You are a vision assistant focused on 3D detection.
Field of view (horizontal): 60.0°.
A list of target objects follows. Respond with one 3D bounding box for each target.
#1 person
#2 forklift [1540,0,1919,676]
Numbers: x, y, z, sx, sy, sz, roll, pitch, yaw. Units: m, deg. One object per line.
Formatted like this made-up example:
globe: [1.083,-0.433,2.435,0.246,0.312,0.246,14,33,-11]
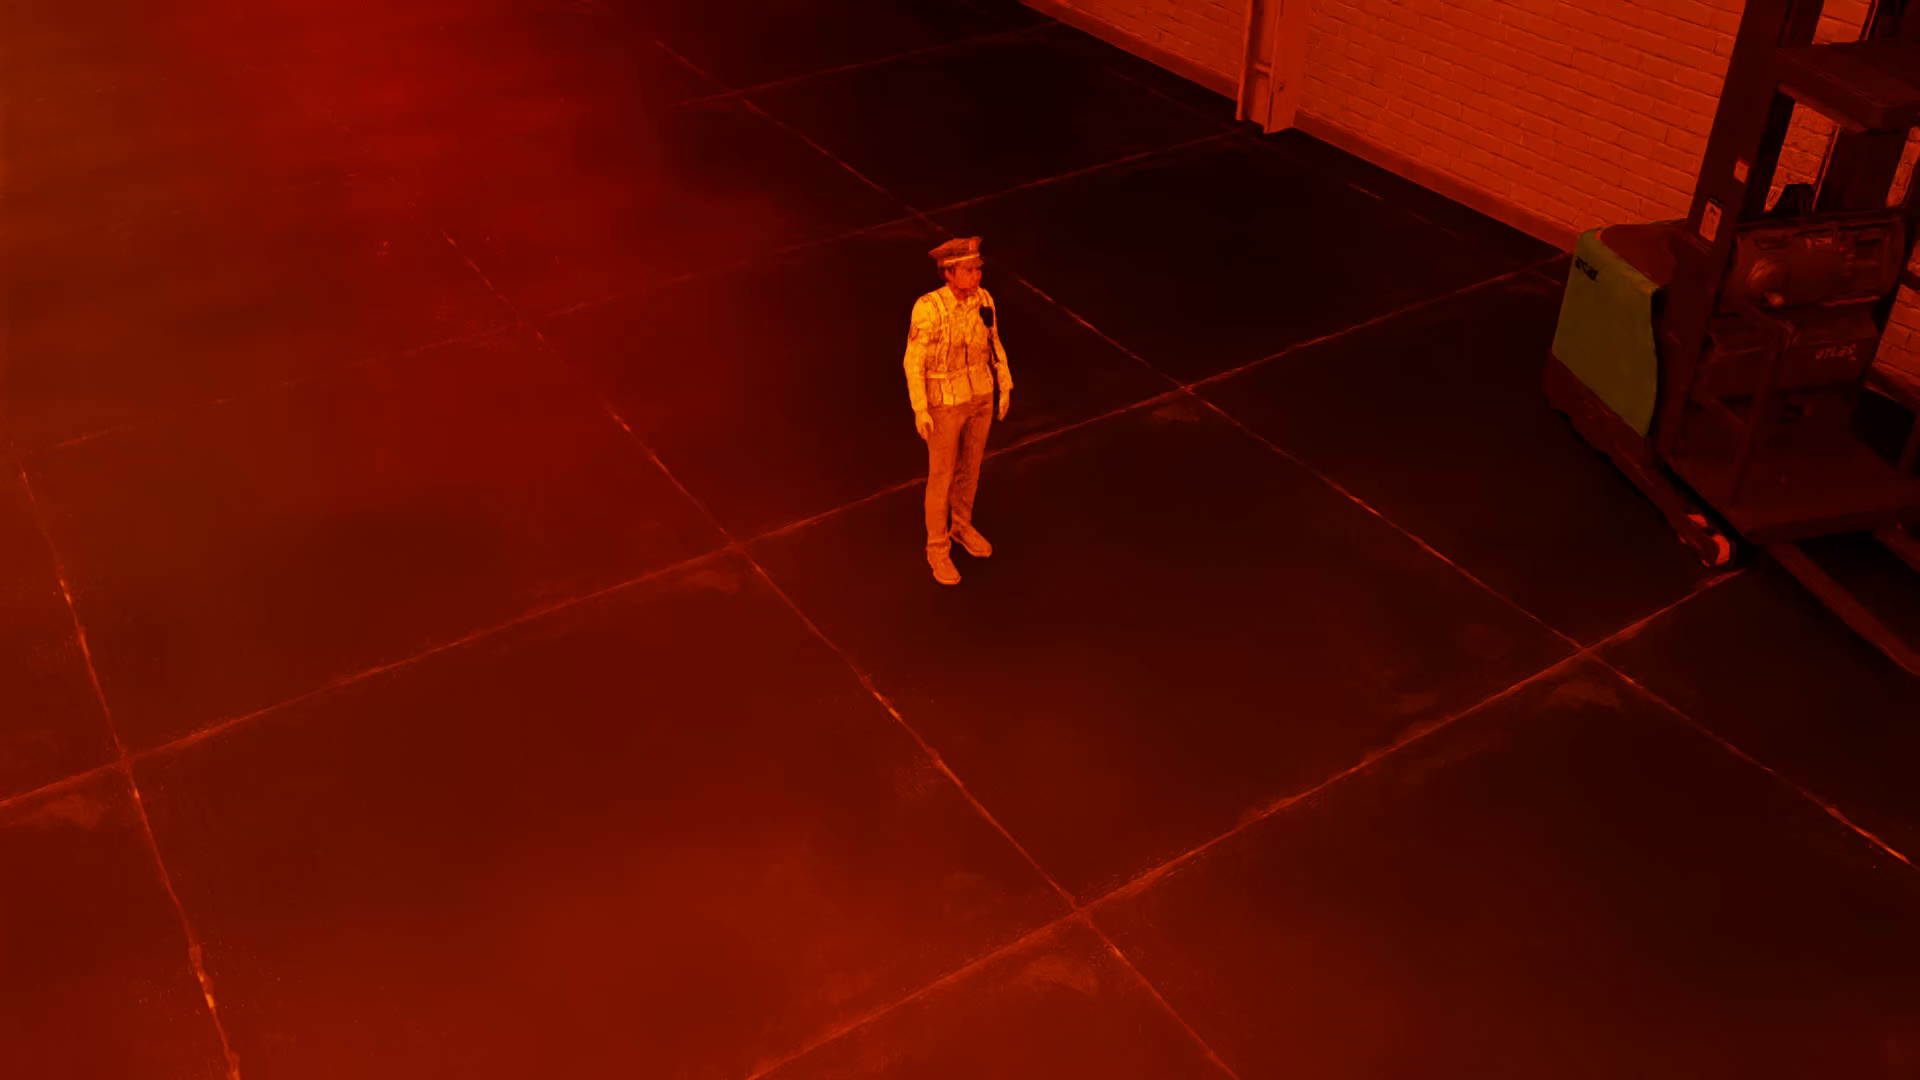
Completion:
person: [0.031,-0.665,8.156,0.586,1.695,0.533,-21,40,-27]
forklift: [4.272,-1.303,8.002,1.130,2.935,3.031,-8,36,-11]
